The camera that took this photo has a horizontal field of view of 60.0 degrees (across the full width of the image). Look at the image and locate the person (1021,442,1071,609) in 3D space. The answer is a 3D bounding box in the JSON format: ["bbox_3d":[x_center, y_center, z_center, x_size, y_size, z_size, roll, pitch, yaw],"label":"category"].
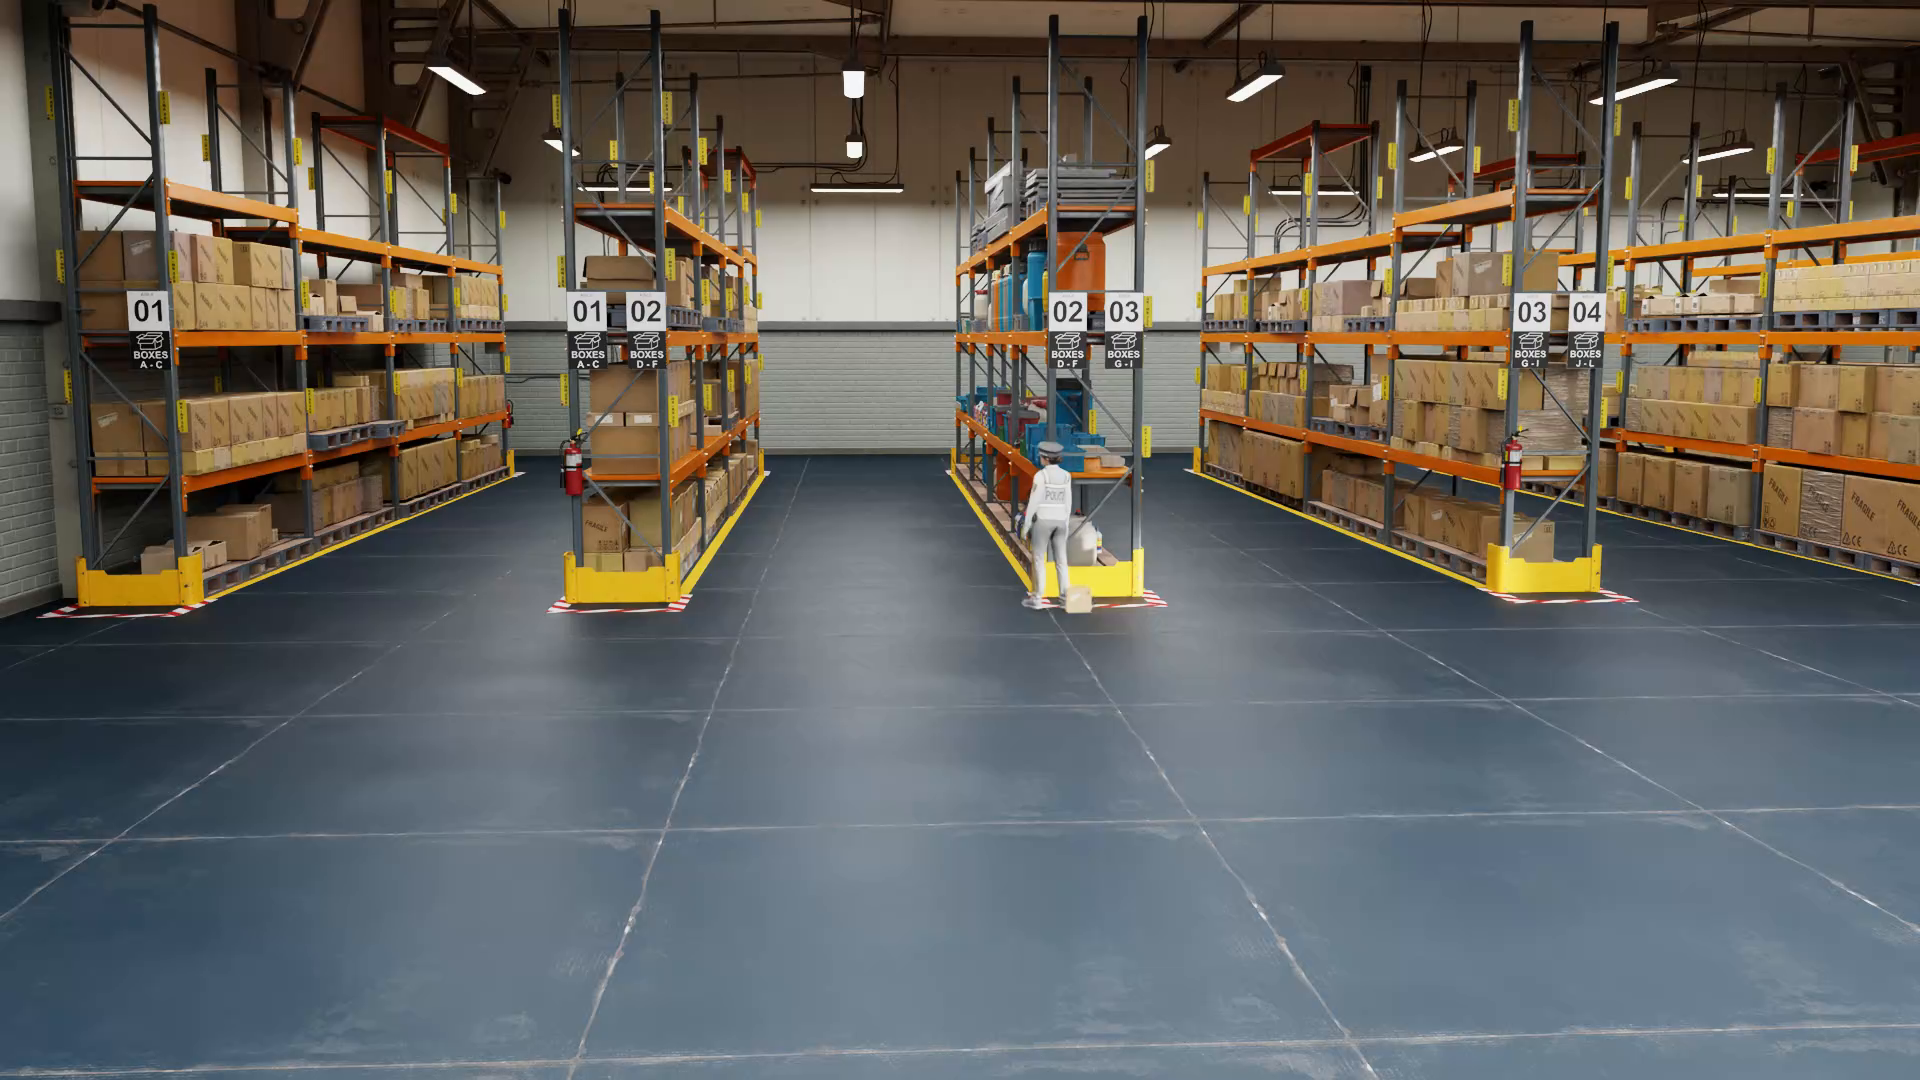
[{"bbox_3d":[0.865,-0.140,16.625,0.534,1.686,0.432,-5,9,-35],"label":"person"}]
